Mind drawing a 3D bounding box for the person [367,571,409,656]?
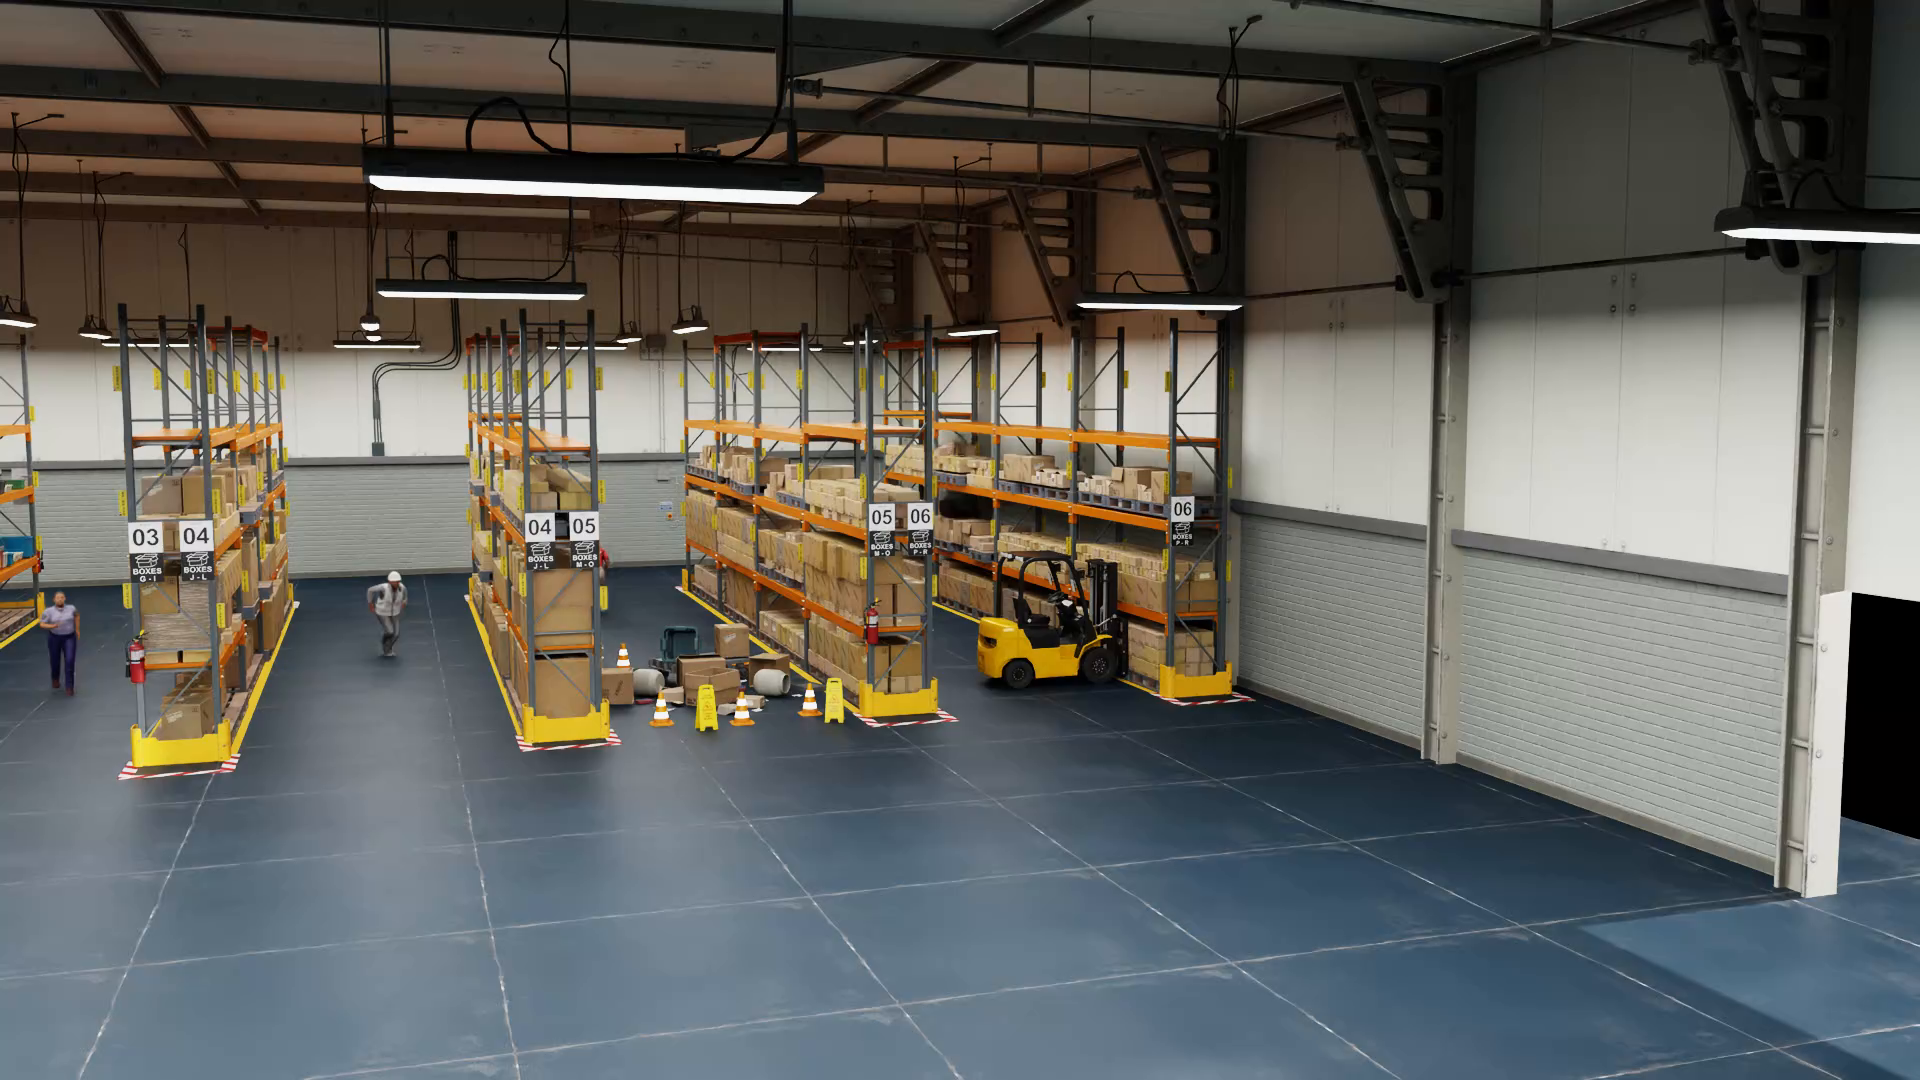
[{"bbox_3d":[-10.364,1.349,30.153,0.684,1.598,0.864,-4,7,-39],"label":"person"}]

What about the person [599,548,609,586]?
[{"bbox_3d":[-7.975,0.800,36.271,0.681,1.583,0.918,-2,6,-19],"label":"person"}]

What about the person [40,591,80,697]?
[{"bbox_3d":[-14.422,1.632,26.679,0.598,1.652,0.933,-4,7,-34],"label":"person"}]
